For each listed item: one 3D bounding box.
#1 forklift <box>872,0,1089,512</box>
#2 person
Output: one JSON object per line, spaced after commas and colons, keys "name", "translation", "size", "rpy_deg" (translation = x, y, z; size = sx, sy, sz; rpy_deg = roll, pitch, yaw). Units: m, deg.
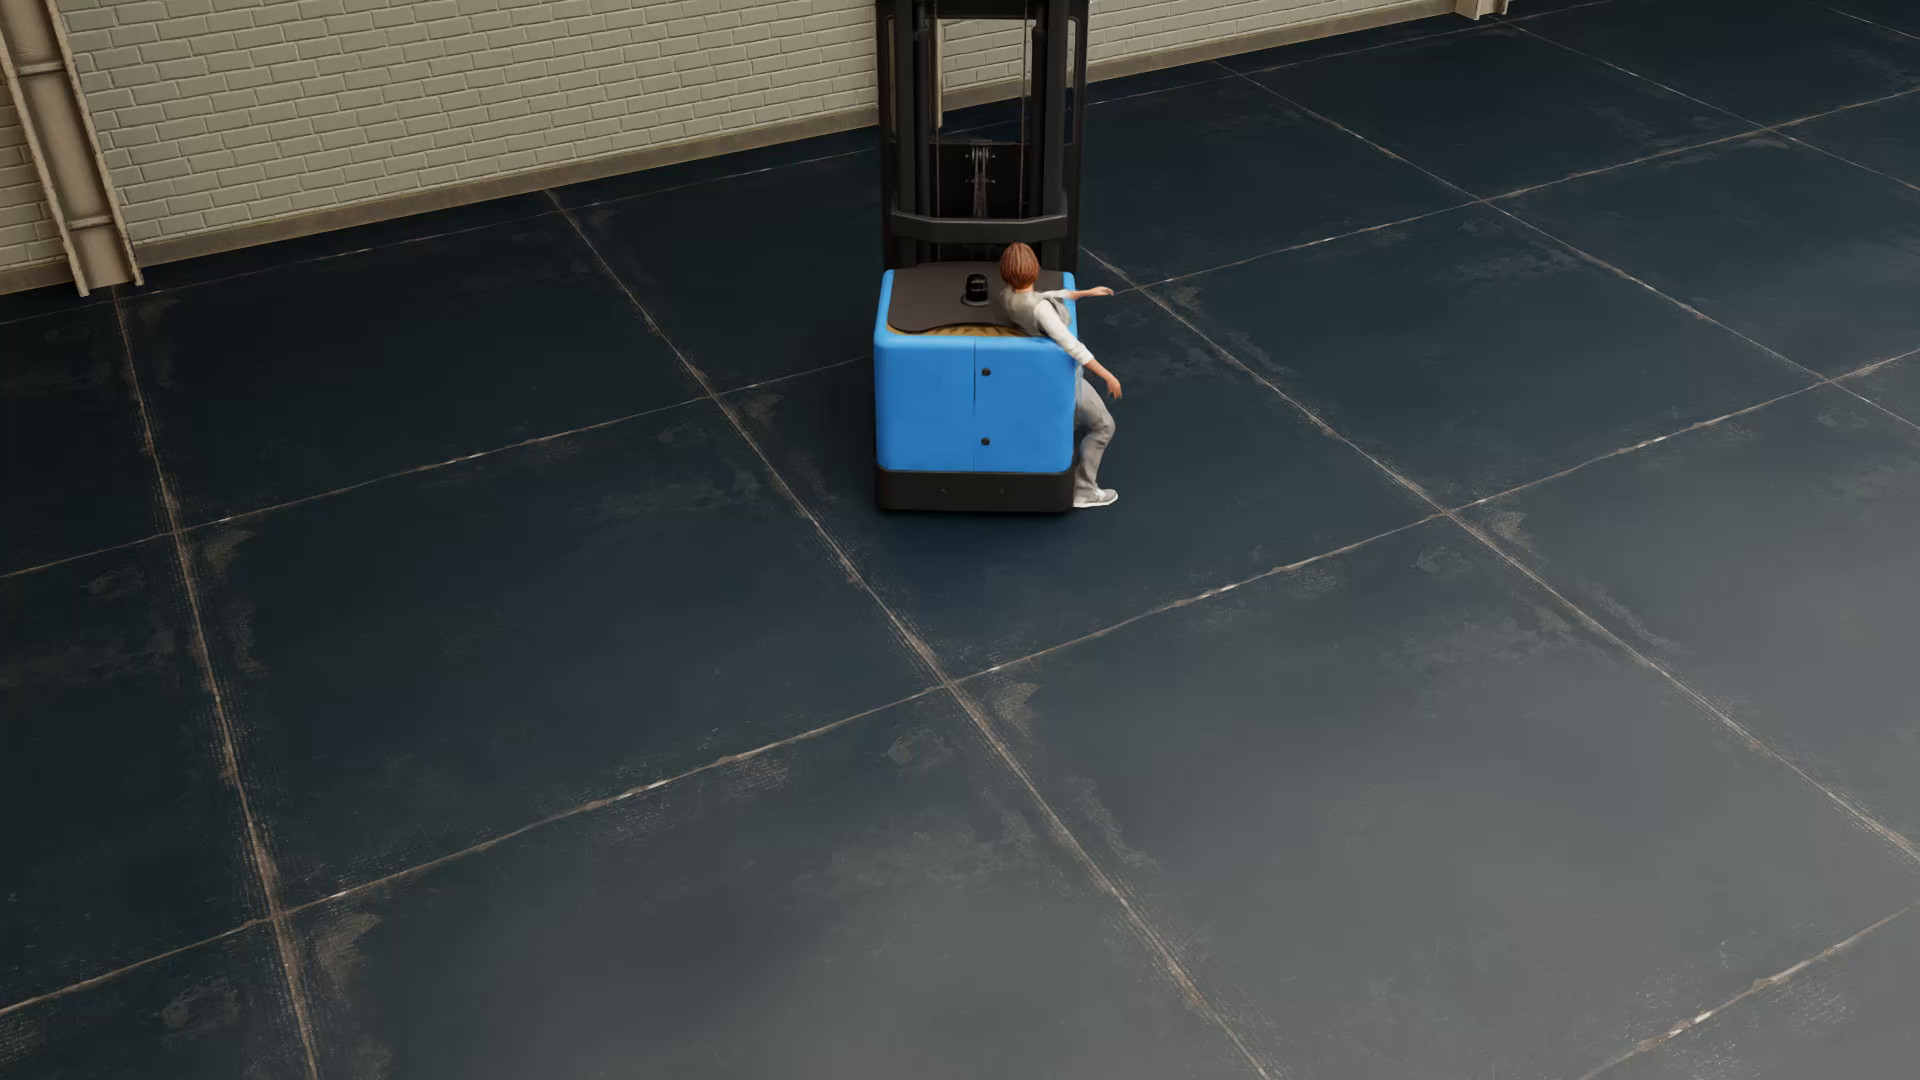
{"name": "forklift", "translation": [0.121, -2.164, 9.184], "size": [1.130, 2.935, 3.031], "rpy_deg": [1, 35, 1]}
{"name": "person", "translation": [0.532, -0.851, 8.586], "size": [0.767, 1.488, 0.795], "rpy_deg": [29, 45, 35]}
